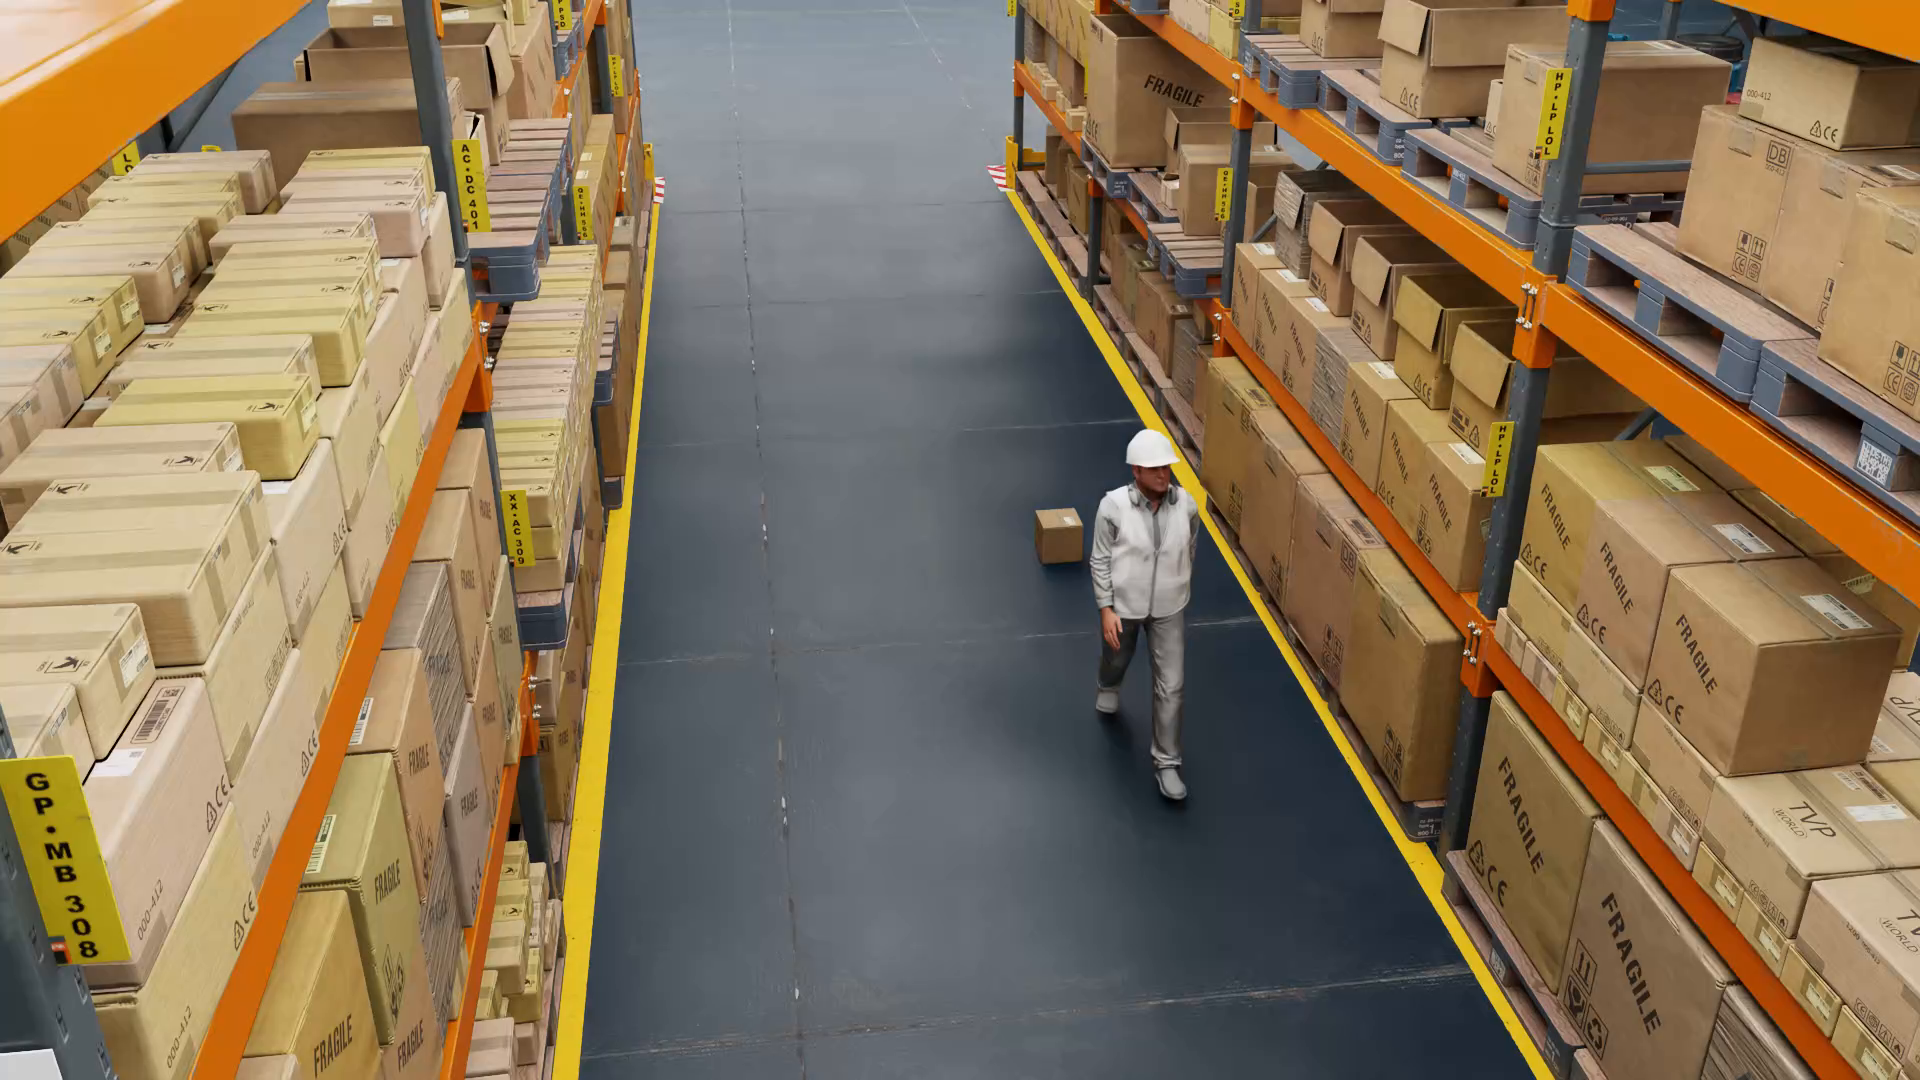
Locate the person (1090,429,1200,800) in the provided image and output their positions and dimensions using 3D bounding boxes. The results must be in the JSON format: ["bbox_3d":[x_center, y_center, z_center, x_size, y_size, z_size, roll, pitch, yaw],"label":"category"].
[{"bbox_3d":[0.885,0.295,8.011,0.544,1.725,1.051,-2,27,-5],"label":"person"}]
